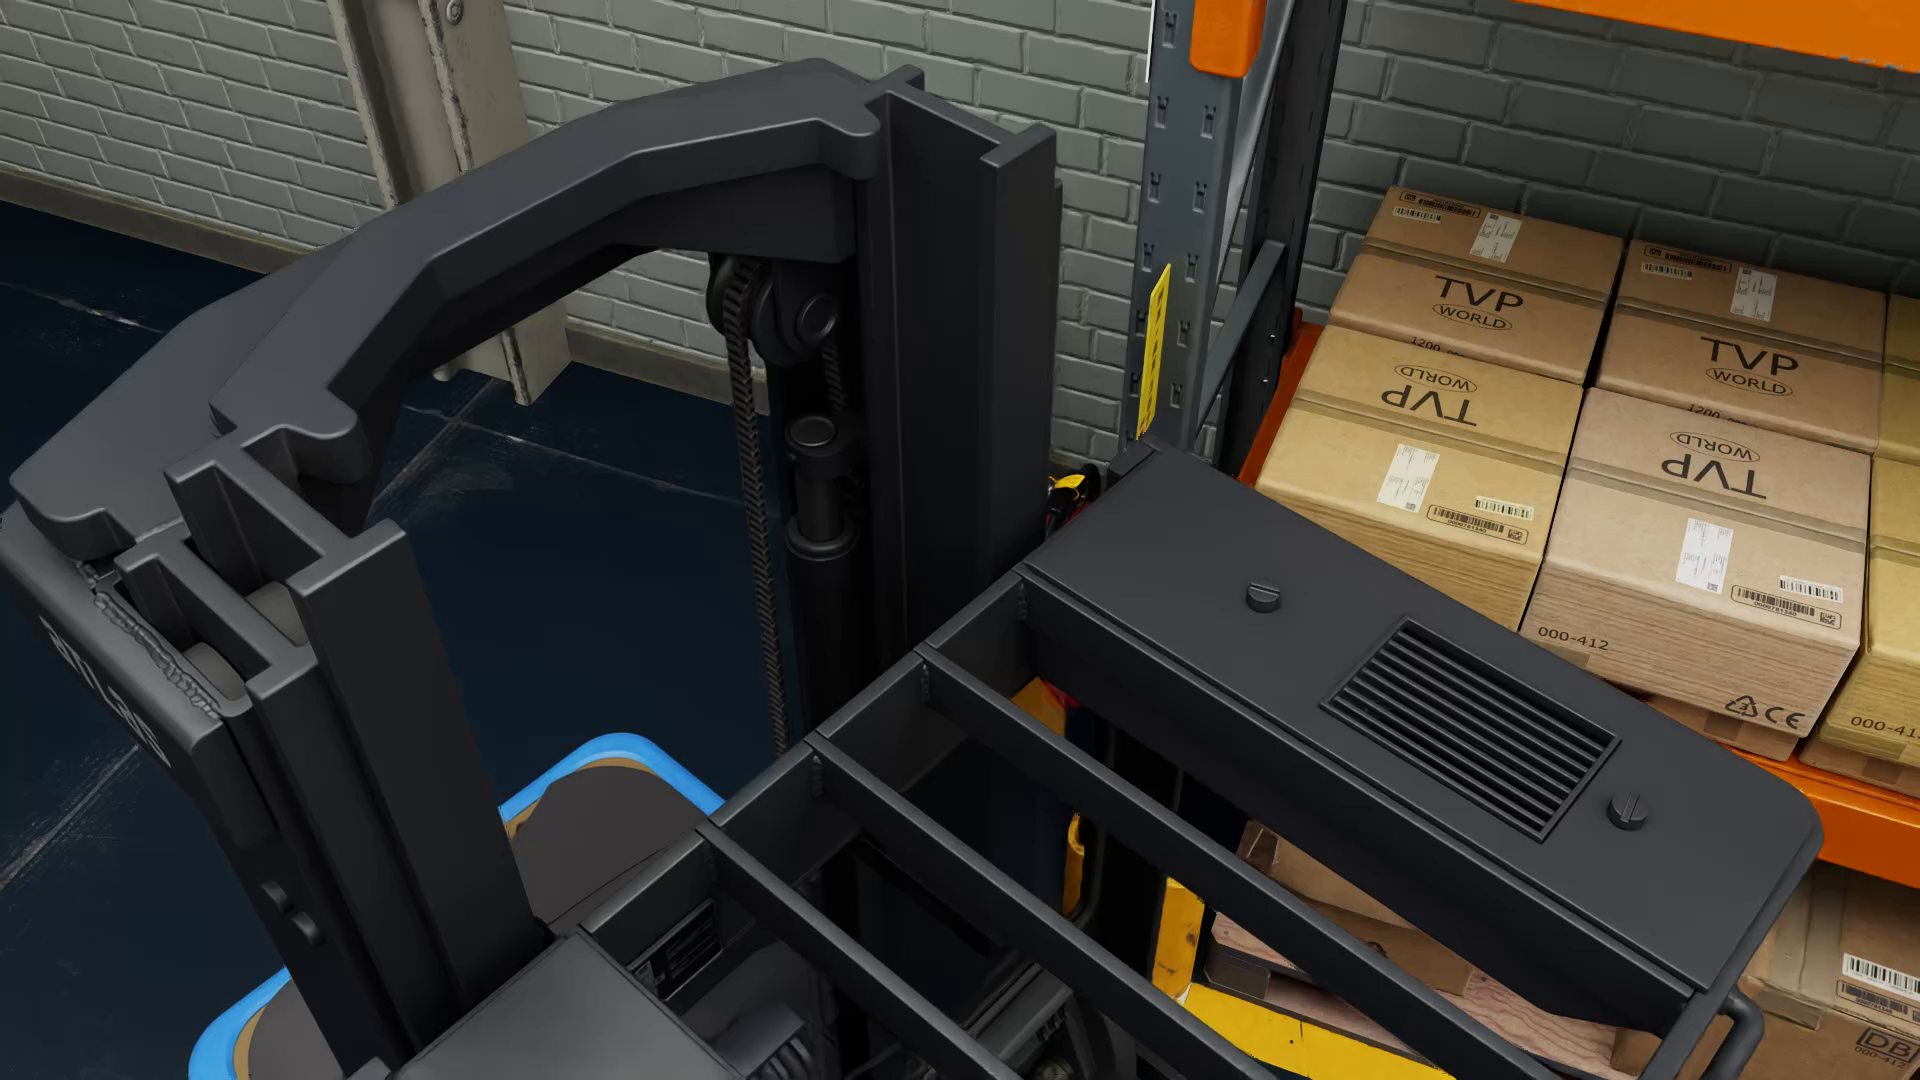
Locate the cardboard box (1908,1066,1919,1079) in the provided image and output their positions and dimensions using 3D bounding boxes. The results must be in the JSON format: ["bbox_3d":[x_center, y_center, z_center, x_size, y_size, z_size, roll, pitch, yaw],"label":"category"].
[{"bbox_3d":[2.288,1.074,3.519,0.500,0.500,0.500,17,47,17],"label":"cardboard box"}]

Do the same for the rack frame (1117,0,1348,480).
[{"bbox_3d":[0.537,-0.357,3.482,0.127,3.000,1.000,16,47,16],"label":"rack frame"}]

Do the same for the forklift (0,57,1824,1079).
[{"bbox_3d":[0.080,1.035,2.132,3.031,2.935,1.130,32,53,28],"label":"forklift"}]

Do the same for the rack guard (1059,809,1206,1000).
[{"bbox_3d":[0.607,0.549,4.343,0.348,0.500,1.175,16,47,16],"label":"rack guard"}]

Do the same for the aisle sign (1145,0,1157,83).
[{"bbox_3d":[0.361,-1.106,2.392,0.004,0.787,0.394,16,47,16],"label":"aisle sign"}]

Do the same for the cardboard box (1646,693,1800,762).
[{"bbox_3d":[1.453,0.196,3.105,0.250,0.149,0.380,18,48,17],"label":"cardboard box"}]

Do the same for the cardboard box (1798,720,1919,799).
[{"bbox_3d":[1.700,0.264,3.036,0.250,0.149,0.380,17,47,16],"label":"cardboard box"}]

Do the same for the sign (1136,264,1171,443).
[{"bbox_3d":[0.328,-0.311,2.822,0.005,0.325,0.100,16,47,16],"label":"sign"}]

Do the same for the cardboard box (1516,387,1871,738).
[{"bbox_3d":[1.317,0.026,2.993,0.500,0.250,0.500,17,47,16],"label":"cardboard box"}]

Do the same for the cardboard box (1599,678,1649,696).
[{"bbox_3d":[1.243,0.087,3.214,0.250,0.149,0.380,16,47,15],"label":"cardboard box"}]

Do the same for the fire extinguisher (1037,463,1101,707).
[{"bbox_3d":[0.223,0.063,3.379,0.183,0.674,0.296,16,47,16],"label":"fire extinguisher"}]

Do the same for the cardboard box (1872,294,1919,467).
[{"bbox_3d":[1.994,-0.179,3.199,0.500,0.250,0.500,18,48,17],"label":"cardboard box"}]

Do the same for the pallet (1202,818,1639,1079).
[{"bbox_3d":[1.343,0.868,4.228,1.213,0.211,1.003,16,47,16],"label":"pallet"}]

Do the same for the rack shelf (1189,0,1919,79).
[{"bbox_3d":[2.383,-0.622,2.132,4.000,0.370,1.077,16,47,16],"label":"rack shelf"}]

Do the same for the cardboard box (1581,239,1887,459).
[{"bbox_3d":[1.539,-0.317,3.337,0.500,0.250,0.500,17,47,16],"label":"cardboard box"}]

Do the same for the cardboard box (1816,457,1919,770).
[{"bbox_3d":[1.786,0.161,2.857,0.500,0.250,0.500,16,47,15],"label":"cardboard box"}]

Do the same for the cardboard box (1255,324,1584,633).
[{"bbox_3d":[0.852,-0.111,3.130,0.500,0.250,0.500,17,47,16],"label":"cardboard box"}]

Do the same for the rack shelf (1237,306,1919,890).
[{"bbox_3d":[2.383,0.441,3.190,4.000,0.370,1.077,16,47,16],"label":"rack shelf"}]

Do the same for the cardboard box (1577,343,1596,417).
[{"bbox_3d":[1.434,-0.228,3.530,0.250,0.149,0.380,15,47,15],"label":"cardboard box"}]

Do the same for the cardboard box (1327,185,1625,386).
[{"bbox_3d":[1.064,-0.457,3.478,0.500,0.250,0.500,18,48,17],"label":"cardboard box"}]

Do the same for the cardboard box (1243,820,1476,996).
[{"bbox_3d":[1.065,0.607,3.986,0.637,0.503,0.797,15,47,14],"label":"cardboard box"}]

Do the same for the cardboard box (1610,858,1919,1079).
[{"bbox_3d":[1.839,0.865,3.728,0.500,0.500,0.700,18,48,17],"label":"cardboard box"}]
